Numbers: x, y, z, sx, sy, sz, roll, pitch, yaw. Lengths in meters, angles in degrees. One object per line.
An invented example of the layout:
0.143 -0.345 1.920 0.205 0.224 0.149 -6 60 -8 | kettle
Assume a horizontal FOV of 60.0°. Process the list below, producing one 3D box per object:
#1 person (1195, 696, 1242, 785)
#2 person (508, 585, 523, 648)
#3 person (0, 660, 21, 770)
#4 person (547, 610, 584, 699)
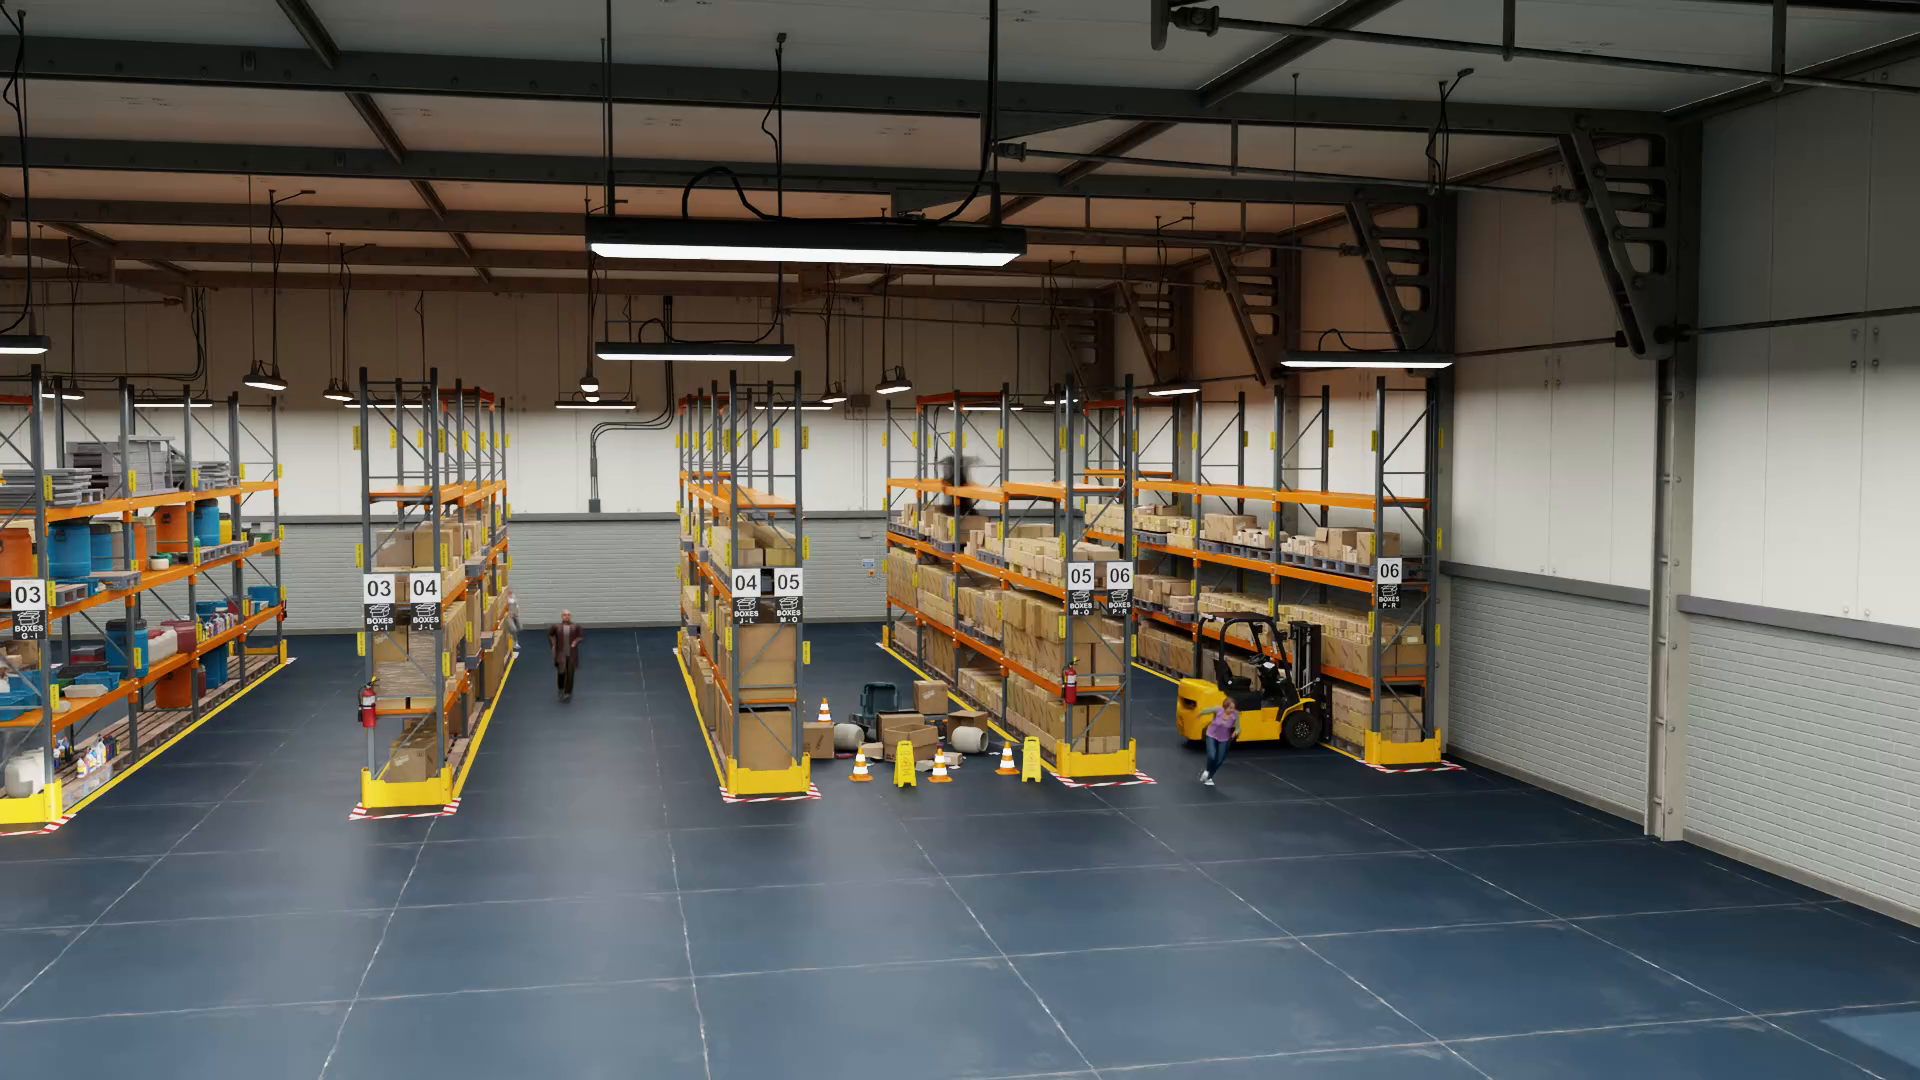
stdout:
3.738 2.897 23.878 0.544 1.359 0.889 0 3 -6 | person
-10.864 1.851 40.149 0.503 1.539 0.550 3 5 43 | person
-14.671 2.637 25.607 0.587 1.666 0.968 -1 3 -8 | person
-7.590 2.211 32.031 0.698 1.740 0.692 -1 3 -13 | person
